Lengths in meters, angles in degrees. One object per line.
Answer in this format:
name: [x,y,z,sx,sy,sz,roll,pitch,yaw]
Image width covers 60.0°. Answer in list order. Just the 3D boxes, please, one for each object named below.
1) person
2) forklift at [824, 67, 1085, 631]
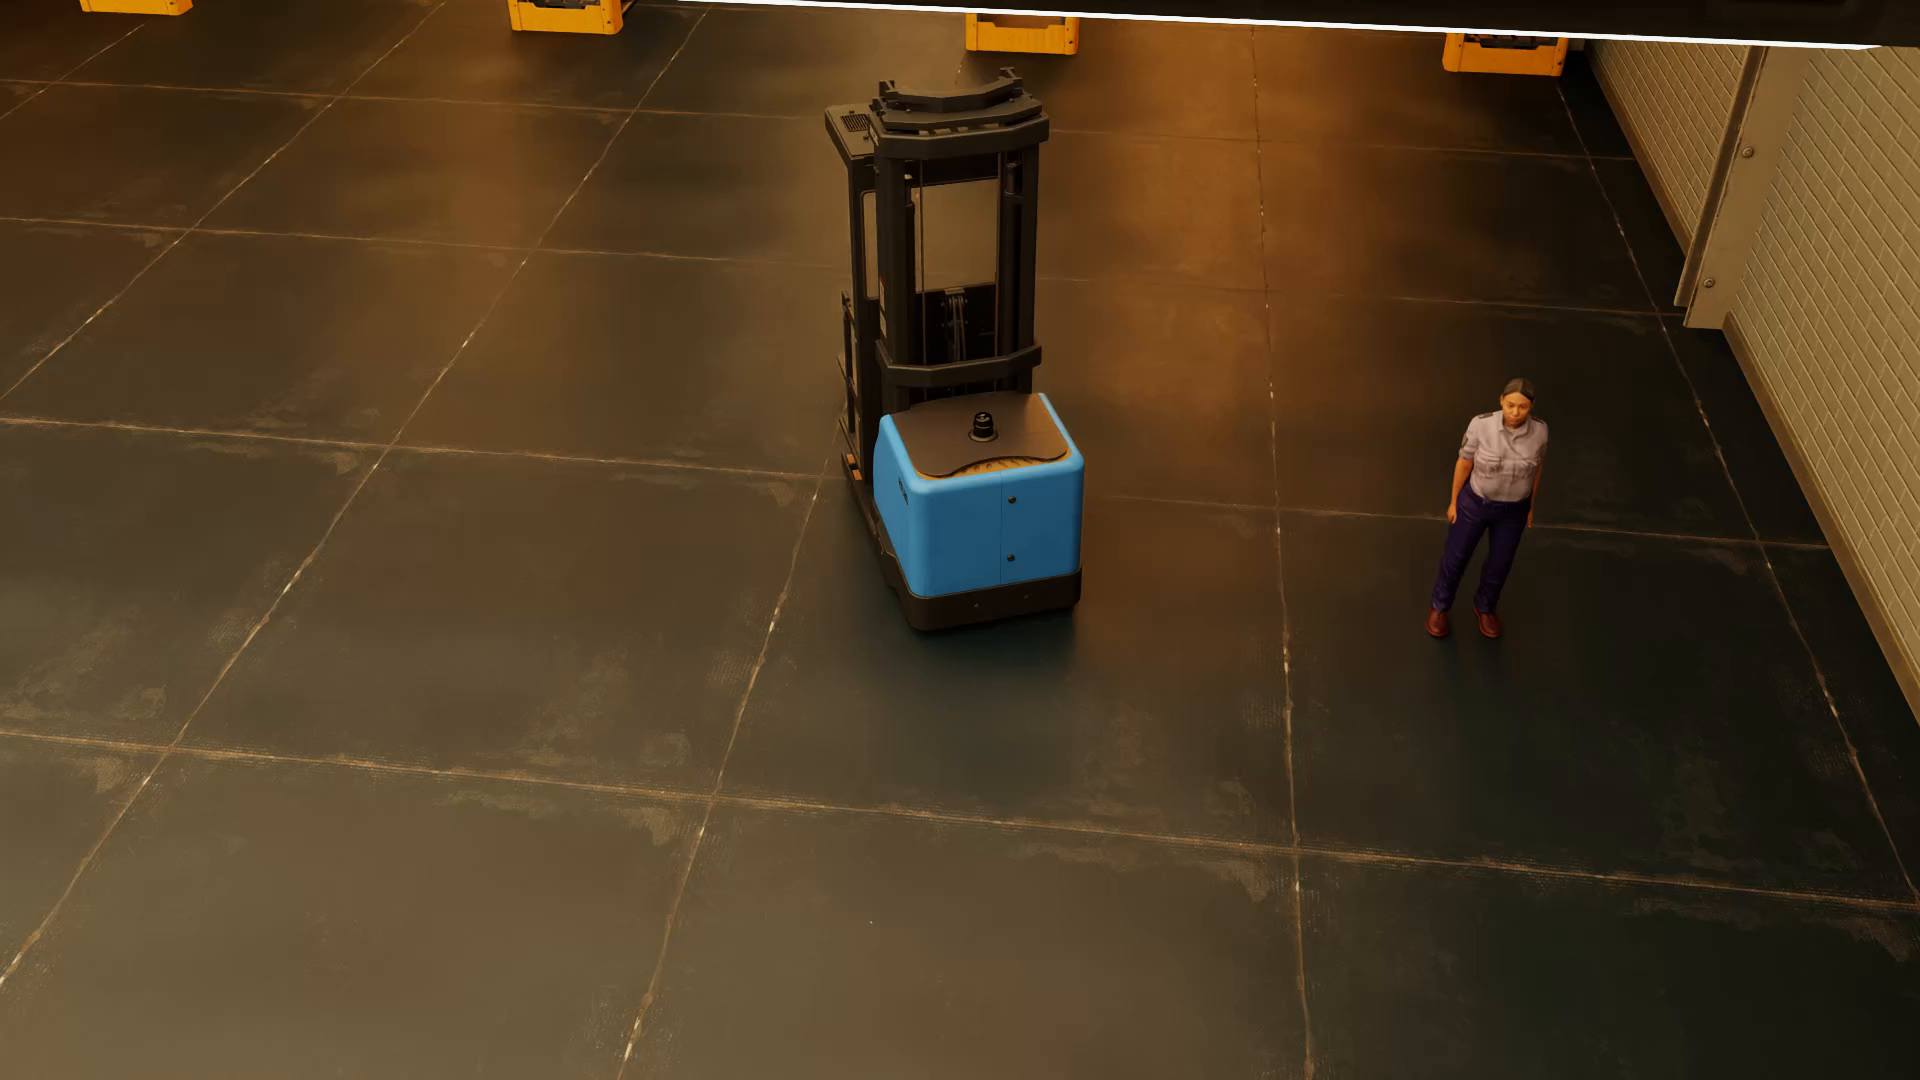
person: [2.989,-0.179,9.357,0.475,1.653,0.350,3,37,4]
forklift: [-0.159,-1.528,10.103,1.130,2.935,3.031,-9,37,-12]
